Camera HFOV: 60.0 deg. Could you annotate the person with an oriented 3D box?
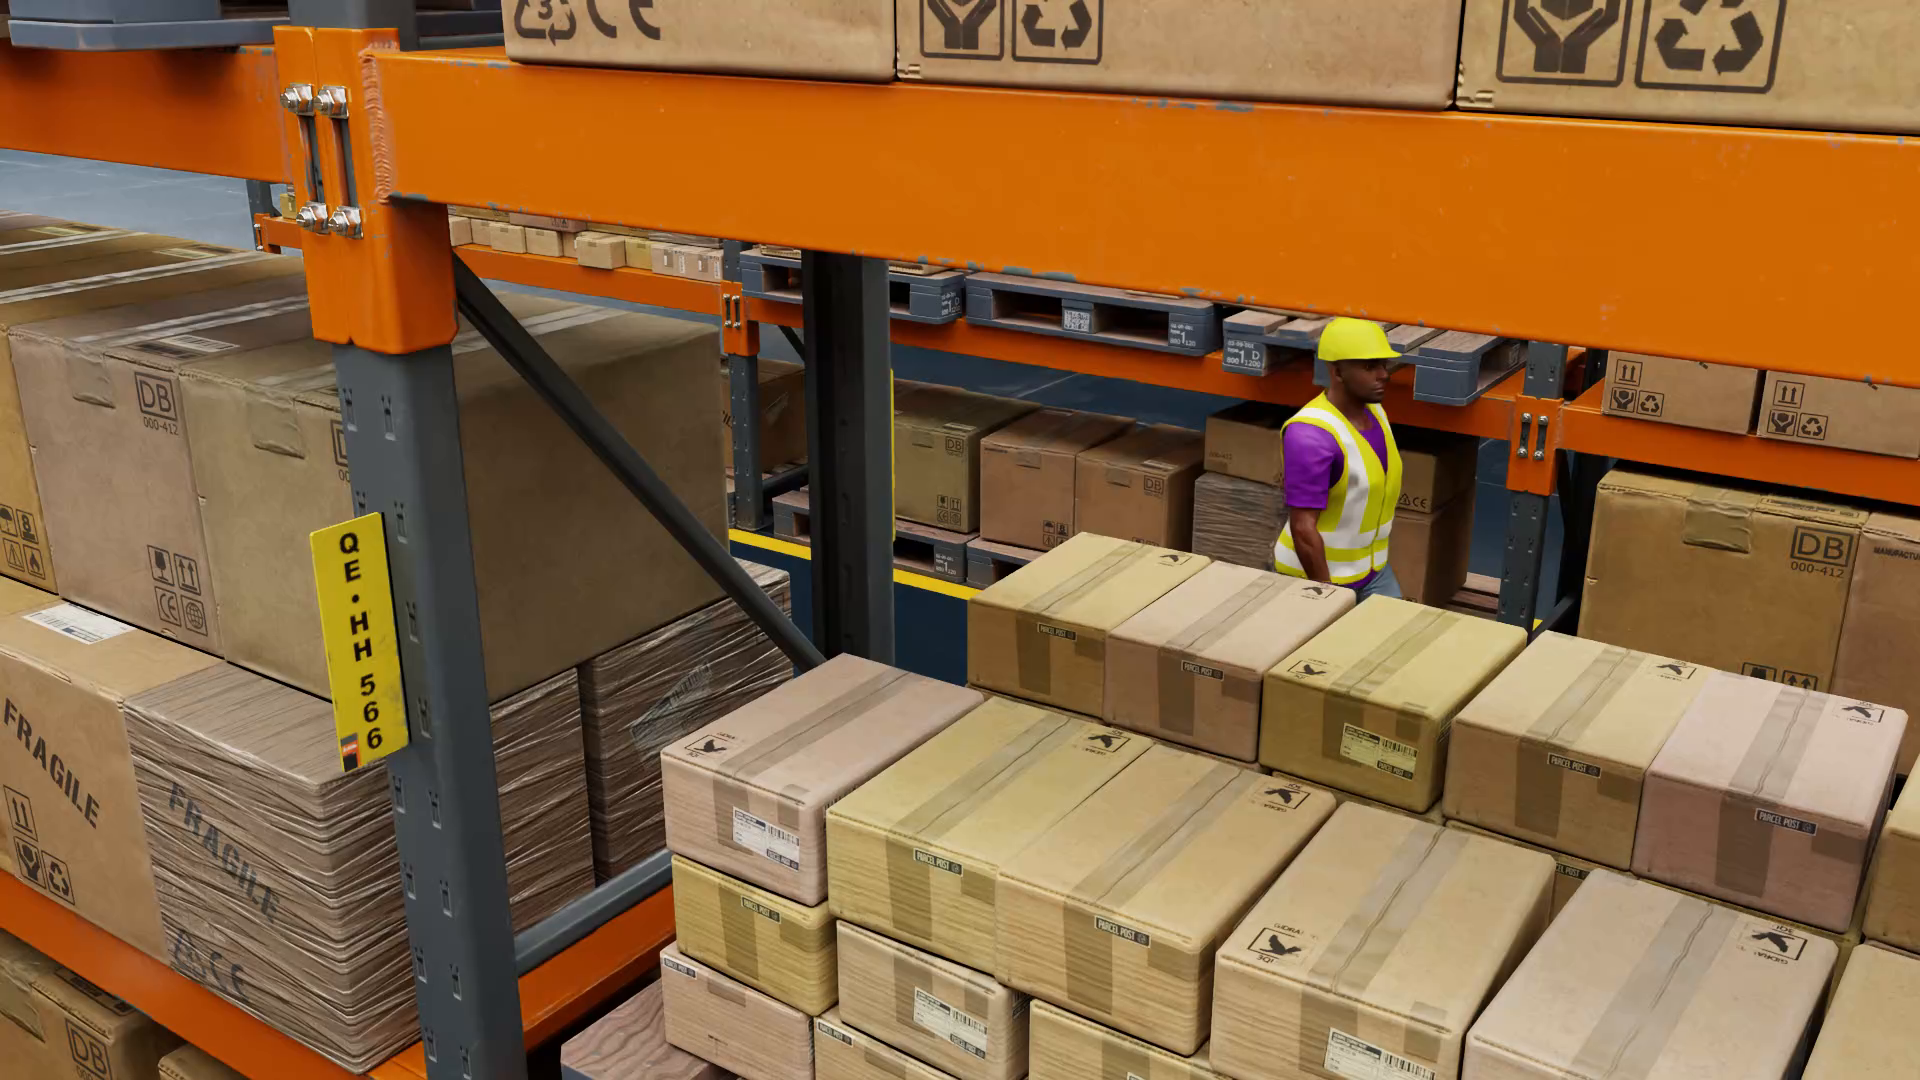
[{"bbox_3d":[1.281,0.134,5.678,0.569,1.818,0.625,18,26,40],"label":"person"}]
